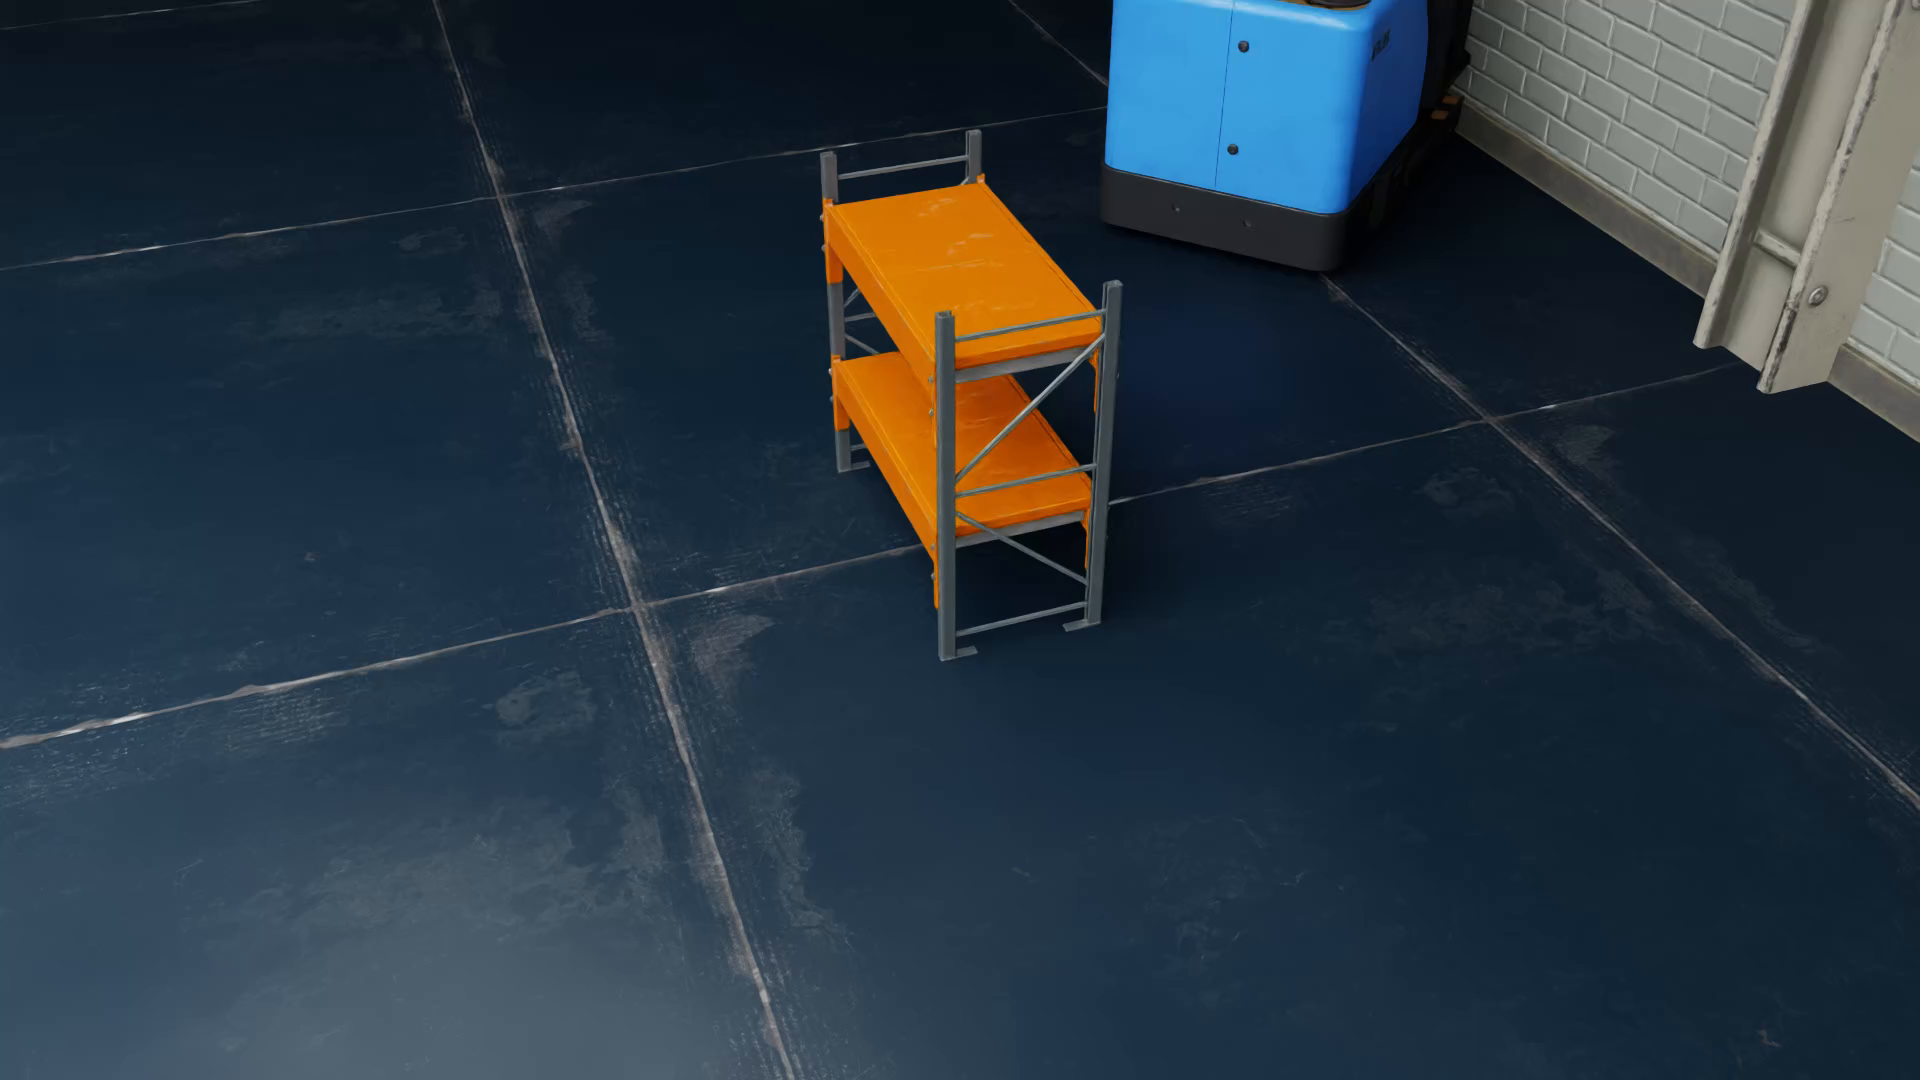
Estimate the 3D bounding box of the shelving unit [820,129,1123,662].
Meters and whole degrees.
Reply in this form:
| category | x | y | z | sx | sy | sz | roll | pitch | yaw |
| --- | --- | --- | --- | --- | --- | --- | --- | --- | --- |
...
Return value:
| category | x | y | z | sx | sy | sz | roll | pitch | yaw |
| --- | --- | --- | --- | --- | --- | --- | --- | --- | --- |
| shelving unit | 0.002 | -0.445 | 4.906 | 0.538 | 1.125 | 1.048 | -12 | 39 | -16 |

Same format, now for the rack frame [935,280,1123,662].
| category | x | y | z | sx | sy | sz | roll | pitch | yaw |
| --- | --- | --- | --- | --- | --- | --- | --- | --- | --- |
| rack frame | 0.177 | -0.158 | 4.525 | 0.500 | 1.125 | 0.032 | -12 | 39 | -16 |

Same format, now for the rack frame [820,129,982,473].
| category | x | y | z | sx | sy | sz | roll | pitch | yaw |
| --- | --- | --- | --- | --- | --- | --- | --- | --- | --- |
| rack frame | -0.173 | -0.733 | 5.288 | 0.500 | 1.125 | 0.032 | -12 | 39 | -16 |

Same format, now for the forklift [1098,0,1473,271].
| category | x | y | z | sx | sy | sz | roll | pitch | yaw |
| --- | --- | --- | --- | --- | --- | --- | --- | --- | --- |
| forklift | 1.714 | -3.096 | 6.924 | 1.130 | 2.935 | 3.031 | 18 | 41 | 22 |

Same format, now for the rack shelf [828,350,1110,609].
| category | x | y | z | sx | sy | sz | roll | pitch | yaw |
| --- | --- | --- | --- | --- | --- | --- | --- | --- | --- |
| rack shelf | 0.002 | -0.250 | 5.054 | 0.538 | 0.278 | 1.000 | -12 | 39 | -16 |

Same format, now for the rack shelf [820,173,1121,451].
| category | x | y | z | sx | sy | sz | roll | pitch | yaw |
| --- | --- | --- | --- | --- | --- | --- | --- | --- | --- |
| rack shelf | 0.002 | -0.679 | 4.730 | 0.538 | 0.278 | 1.000 | -12 | 39 | -16 |

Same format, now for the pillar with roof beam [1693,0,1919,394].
| category | x | y | z | sx | sy | sz | roll | pitch | yaw |
| --- | --- | --- | --- | --- | --- | --- | --- | --- | --- |
| pillar with roof beam | -1.086 | -3.366 | 2.240 | 9.100 | 9.000 | 0.400 | -12 | 39 | -16 |
